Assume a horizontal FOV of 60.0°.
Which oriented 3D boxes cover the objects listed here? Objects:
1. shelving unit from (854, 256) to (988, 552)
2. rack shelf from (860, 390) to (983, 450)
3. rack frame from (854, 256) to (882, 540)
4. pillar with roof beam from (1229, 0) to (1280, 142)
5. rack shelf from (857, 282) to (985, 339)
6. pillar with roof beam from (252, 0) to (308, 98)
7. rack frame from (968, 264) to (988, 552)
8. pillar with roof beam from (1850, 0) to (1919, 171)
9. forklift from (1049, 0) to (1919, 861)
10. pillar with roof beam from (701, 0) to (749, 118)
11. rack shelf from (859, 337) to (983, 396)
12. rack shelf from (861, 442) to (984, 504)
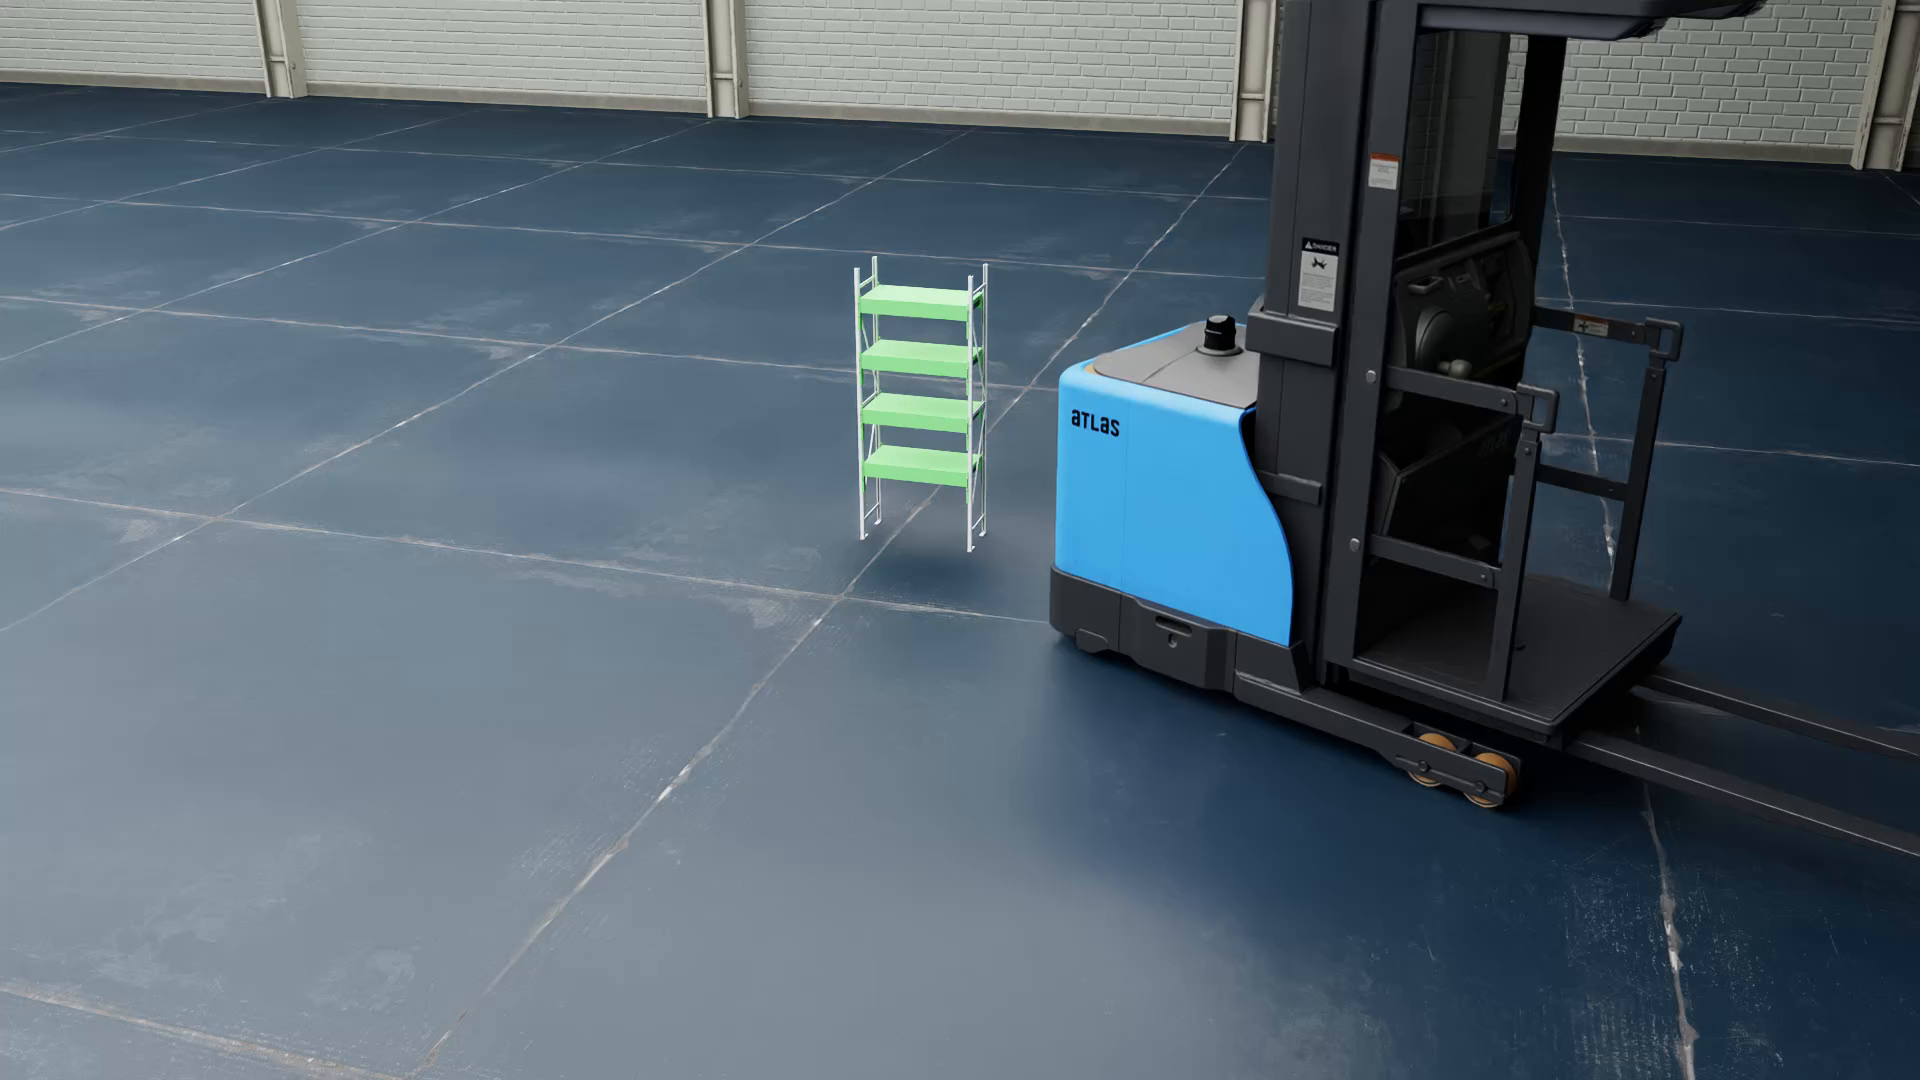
[{"bbox_3d":[-0.158,-0.573,7.087,0.503,1.200,0.258,7,23,16],"label":"shelving unit"},{"bbox_3d":[-0.158,-0.514,7.111,0.480,0.148,0.258,7,23,16],"label":"rack shelf"},{"bbox_3d":[-0.392,-0.600,7.152,0.015,1.200,0.240,7,23,16],"label":"rack frame"},{"bbox_3d":[1.830,-6.844,12.097,0.400,9.000,9.100,7,23,16],"label":"pillar with roof beam"},{"bbox_3d":[-0.158,-0.958,6.929,0.480,0.148,0.258,7,23,16],"label":"rack shelf"},{"bbox_3d":[-9.658,-8.159,15.304,0.400,9.000,9.100,7,23,16],"label":"pillar with roof beam"},{"bbox_3d":[0.075,-0.547,7.021,0.015,1.200,0.240,7,23,16],"label":"rack frame"},{"bbox_3d":[7.574,-6.186,10.494,0.400,9.000,9.100,7,23,16],"label":"pillar with roof beam"},{"bbox_3d":[1.779,-0.742,5.216,3.031,2.935,1.130,18,29,38],"label":"forklift"},{"bbox_3d":[-3.914,-7.502,13.701,0.400,9.000,9.100,7,23,16],"label":"pillar with roof beam"},{"bbox_3d":[-0.158,-0.736,7.020,0.480,0.148,0.258,7,23,16],"label":"rack shelf"},{"bbox_3d":[-0.158,-0.292,7.202,0.480,0.148,0.258,7,23,16],"label":"rack shelf"}]
